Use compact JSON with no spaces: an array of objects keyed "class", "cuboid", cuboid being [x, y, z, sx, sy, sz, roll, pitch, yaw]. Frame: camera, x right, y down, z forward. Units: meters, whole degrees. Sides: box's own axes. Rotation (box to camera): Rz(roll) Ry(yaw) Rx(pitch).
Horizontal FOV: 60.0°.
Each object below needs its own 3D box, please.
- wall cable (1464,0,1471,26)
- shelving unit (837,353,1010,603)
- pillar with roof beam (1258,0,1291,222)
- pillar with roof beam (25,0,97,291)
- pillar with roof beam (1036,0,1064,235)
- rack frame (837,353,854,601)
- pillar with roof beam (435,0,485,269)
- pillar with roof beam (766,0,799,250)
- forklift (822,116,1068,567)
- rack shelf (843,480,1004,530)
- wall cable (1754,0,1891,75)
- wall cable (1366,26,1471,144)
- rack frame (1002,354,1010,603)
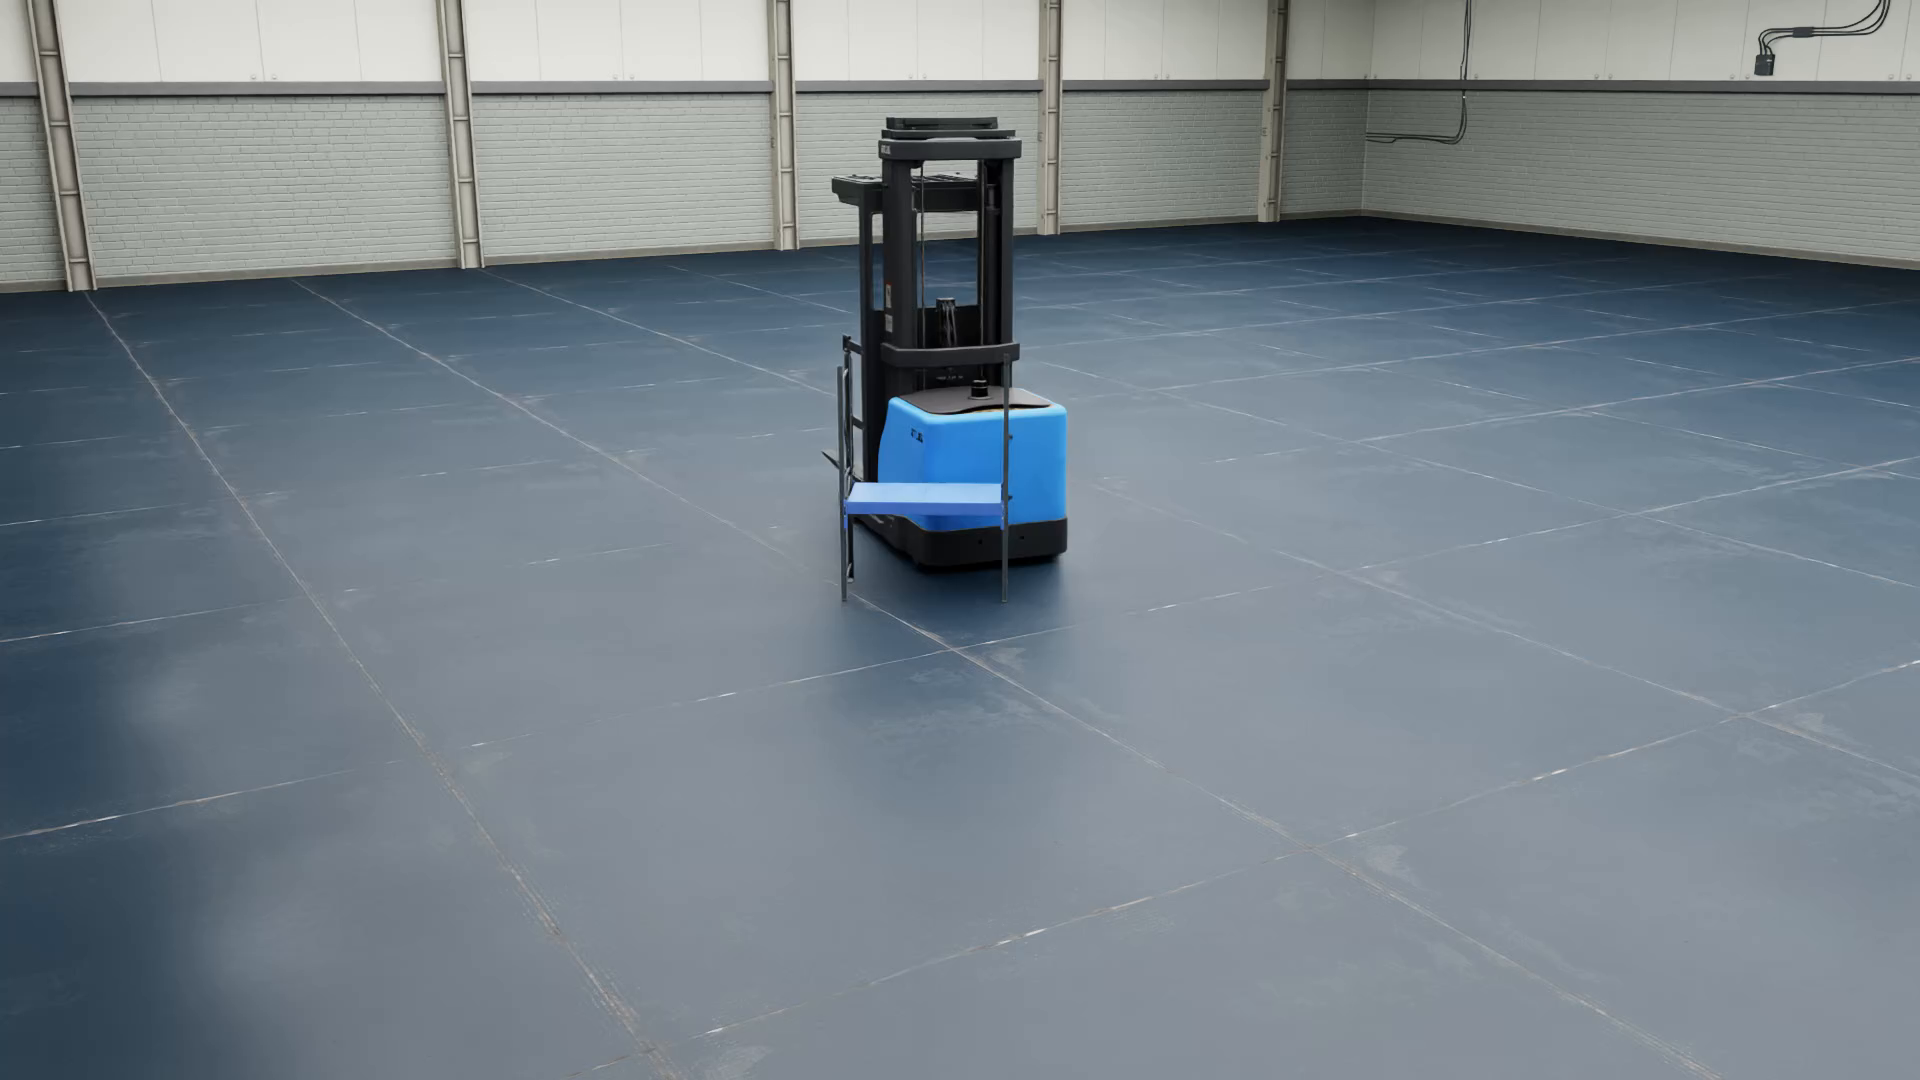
[{"class":"wall cable","cuboid":[11.581,-11.962,34.307,0.112,2.526,3.097,-9,18,-30]},{"class":"shelving unit","cuboid":[-0.217,-0.398,10.552,1.048,1.500,0.538,1,16,2]},{"class":"pillar with roof beam","cuboid":[9.199,-10.552,32.880,0.400,9.000,9.100,-9,18,-30]},{"class":"pillar with roof beam","cuboid":[-11.374,-7.216,20.979,0.400,9.000,9.100,-9,18,-30]},{"class":"pillar with roof beam","cuboid":[4.056,-9.718,29.905,0.400,9.000,9.100,-9,18,-30]},{"class":"rack frame","cuboid":[-0.725,-0.403,10.568,0.032,1.500,0.500,1,16,2]},{"class":"pillar with roof beam","cuboid":[-6.230,-8.050,23.954,0.400,9.000,9.100,-9,18,-30]},{"class":"pillar with roof beam","cuboid":[-1.087,-8.884,26.930,0.400,9.000,9.100,-9,18,-30]},{"class":"forklift","cuboid":[-0.275,-1.588,12.146,1.130,2.935,3.031,-6,17,-21]},{"class":"rack shelf","cuboid":[-0.217,-0.225,10.601,1.000,0.185,0.538,1,16,2]},{"class":"wall cable","cuboid":[15.064,-11.090,28.500,0.169,6.003,2.305,-9,18,-30]},{"class":"wall cable","cuboid":[10.188,-10.156,37.222,0.112,2.526,3.097,-9,18,-30]},{"class":"rack frame","cuboid":[0.291,-0.394,10.536,0.032,1.500,0.500,1,16,2]}]
